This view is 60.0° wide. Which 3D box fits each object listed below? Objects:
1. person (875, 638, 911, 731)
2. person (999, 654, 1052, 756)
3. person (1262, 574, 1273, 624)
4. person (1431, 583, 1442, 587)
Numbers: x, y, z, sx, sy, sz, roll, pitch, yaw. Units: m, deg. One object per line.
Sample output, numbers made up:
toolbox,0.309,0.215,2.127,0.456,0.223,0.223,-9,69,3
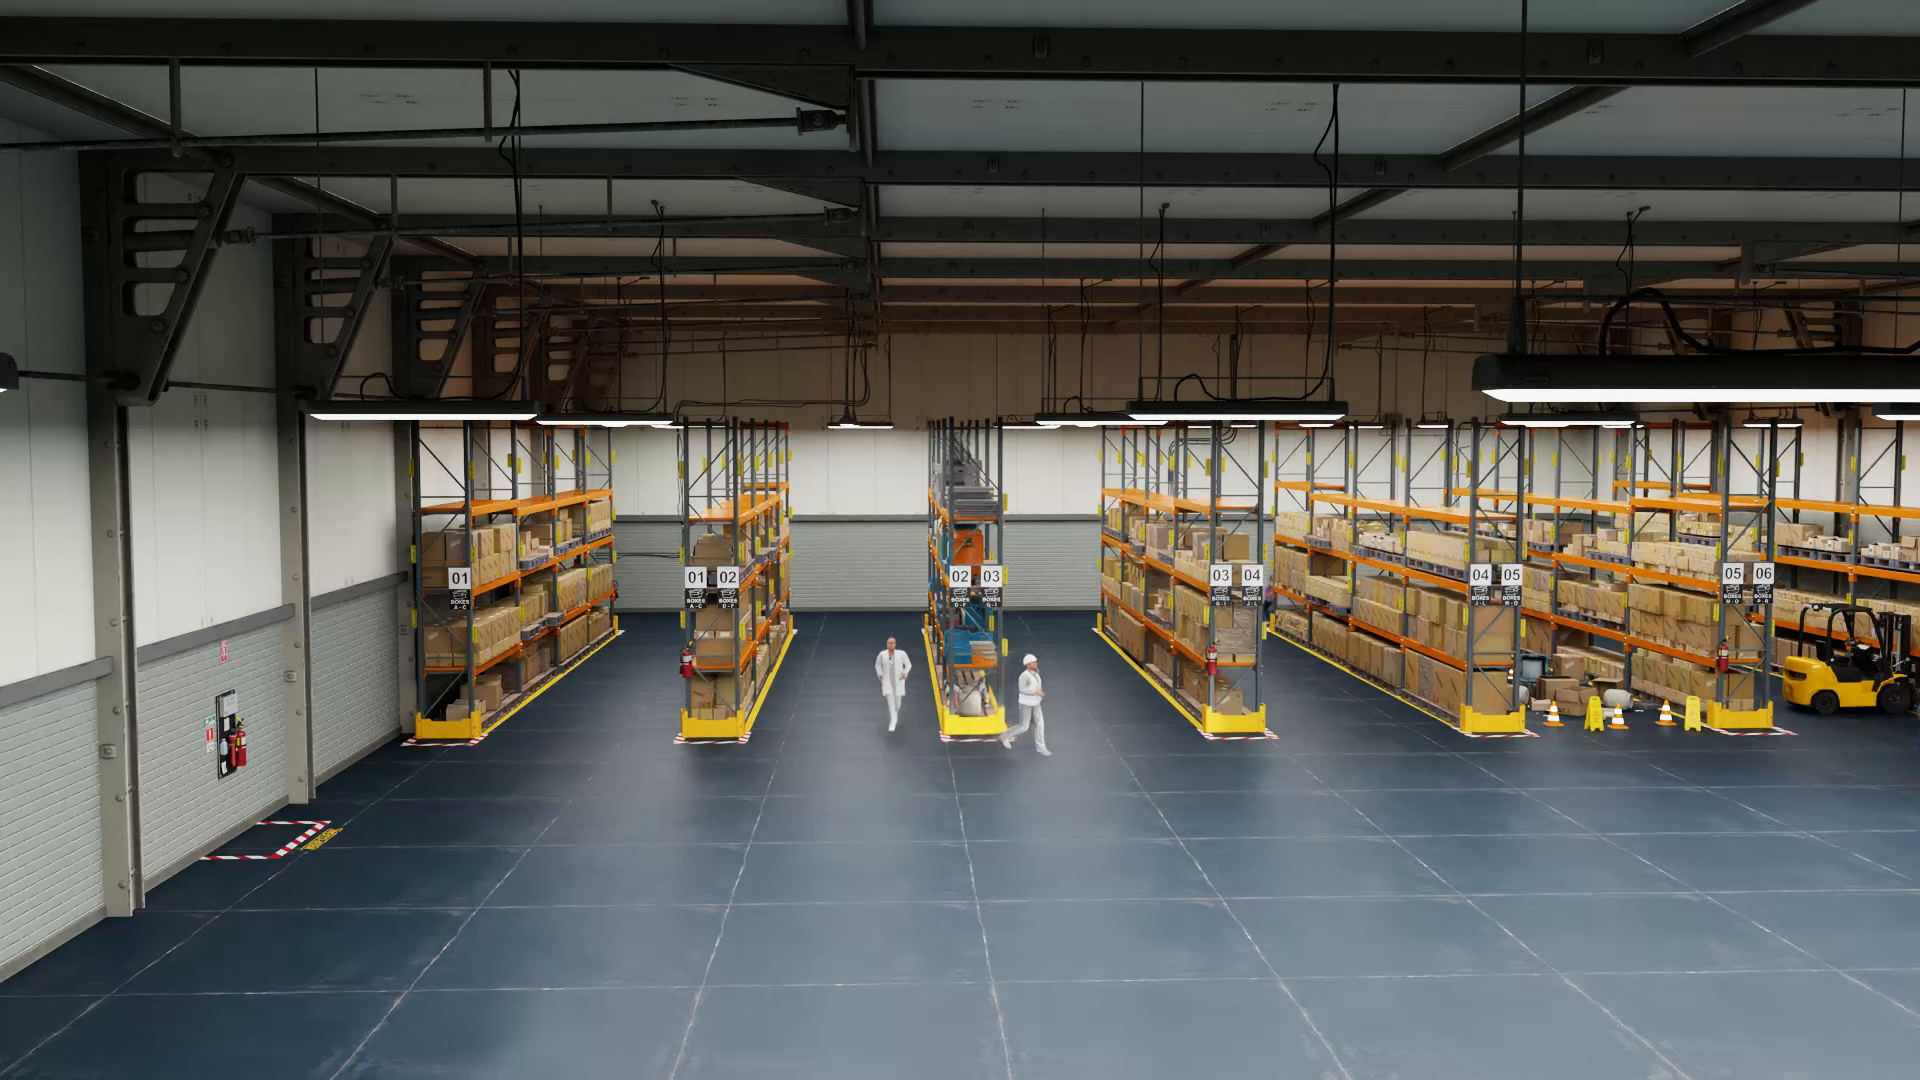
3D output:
person,-1.297,2.763,32.109,0.706,1.763,0.760,0,4,0
person,1.196,2.914,29.526,0.956,1.784,0.669,2,4,31
person,9.090,1.753,49.155,0.484,1.512,0.625,1,4,14
person,14.347,1.654,49.391,0.695,1.812,0.740,0,4,4
